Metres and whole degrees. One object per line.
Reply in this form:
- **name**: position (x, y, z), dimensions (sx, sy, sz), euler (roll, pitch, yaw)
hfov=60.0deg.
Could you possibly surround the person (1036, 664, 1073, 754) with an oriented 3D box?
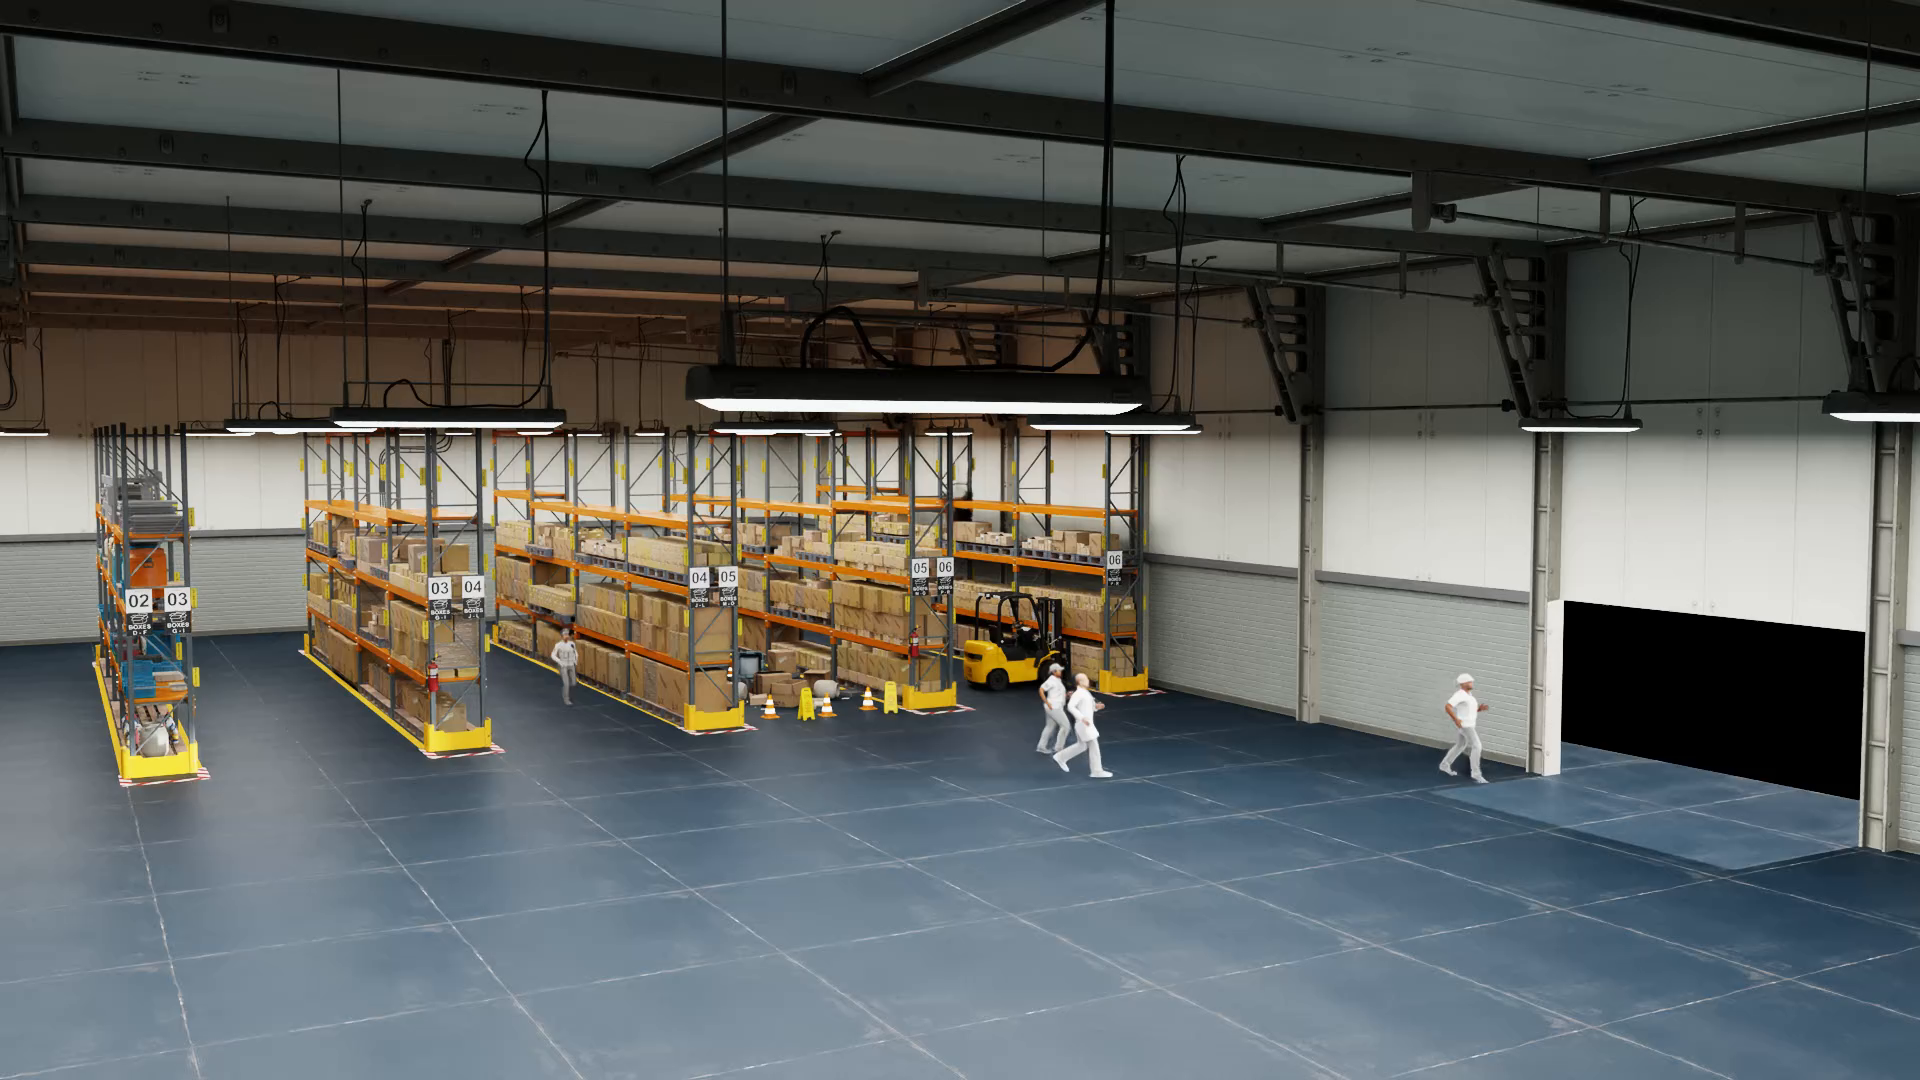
- **person**: position (1.718, 3.083, 29.972), dimensions (0.670, 1.714, 0.589), euler (0, 3, 7)

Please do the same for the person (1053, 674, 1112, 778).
- **person**: position (2.067, 3.128, 28.067), dimensions (1.020, 1.754, 0.715), euler (0, 3, 7)

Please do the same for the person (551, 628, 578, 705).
- **person**: position (-8.517, 2.722, 35.902), dimensions (0.614, 1.647, 0.560), euler (-3, 4, -36)

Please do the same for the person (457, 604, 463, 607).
- **person**: position (-14.077, 2.085, 47.199), dimensions (0.676, 1.610, 0.760), euler (2, 4, 26)

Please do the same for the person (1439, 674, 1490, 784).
- **person**: position (8.444, 3.144, 27.824), dimensions (0.820, 1.821, 0.677), euler (1, 4, 22)
